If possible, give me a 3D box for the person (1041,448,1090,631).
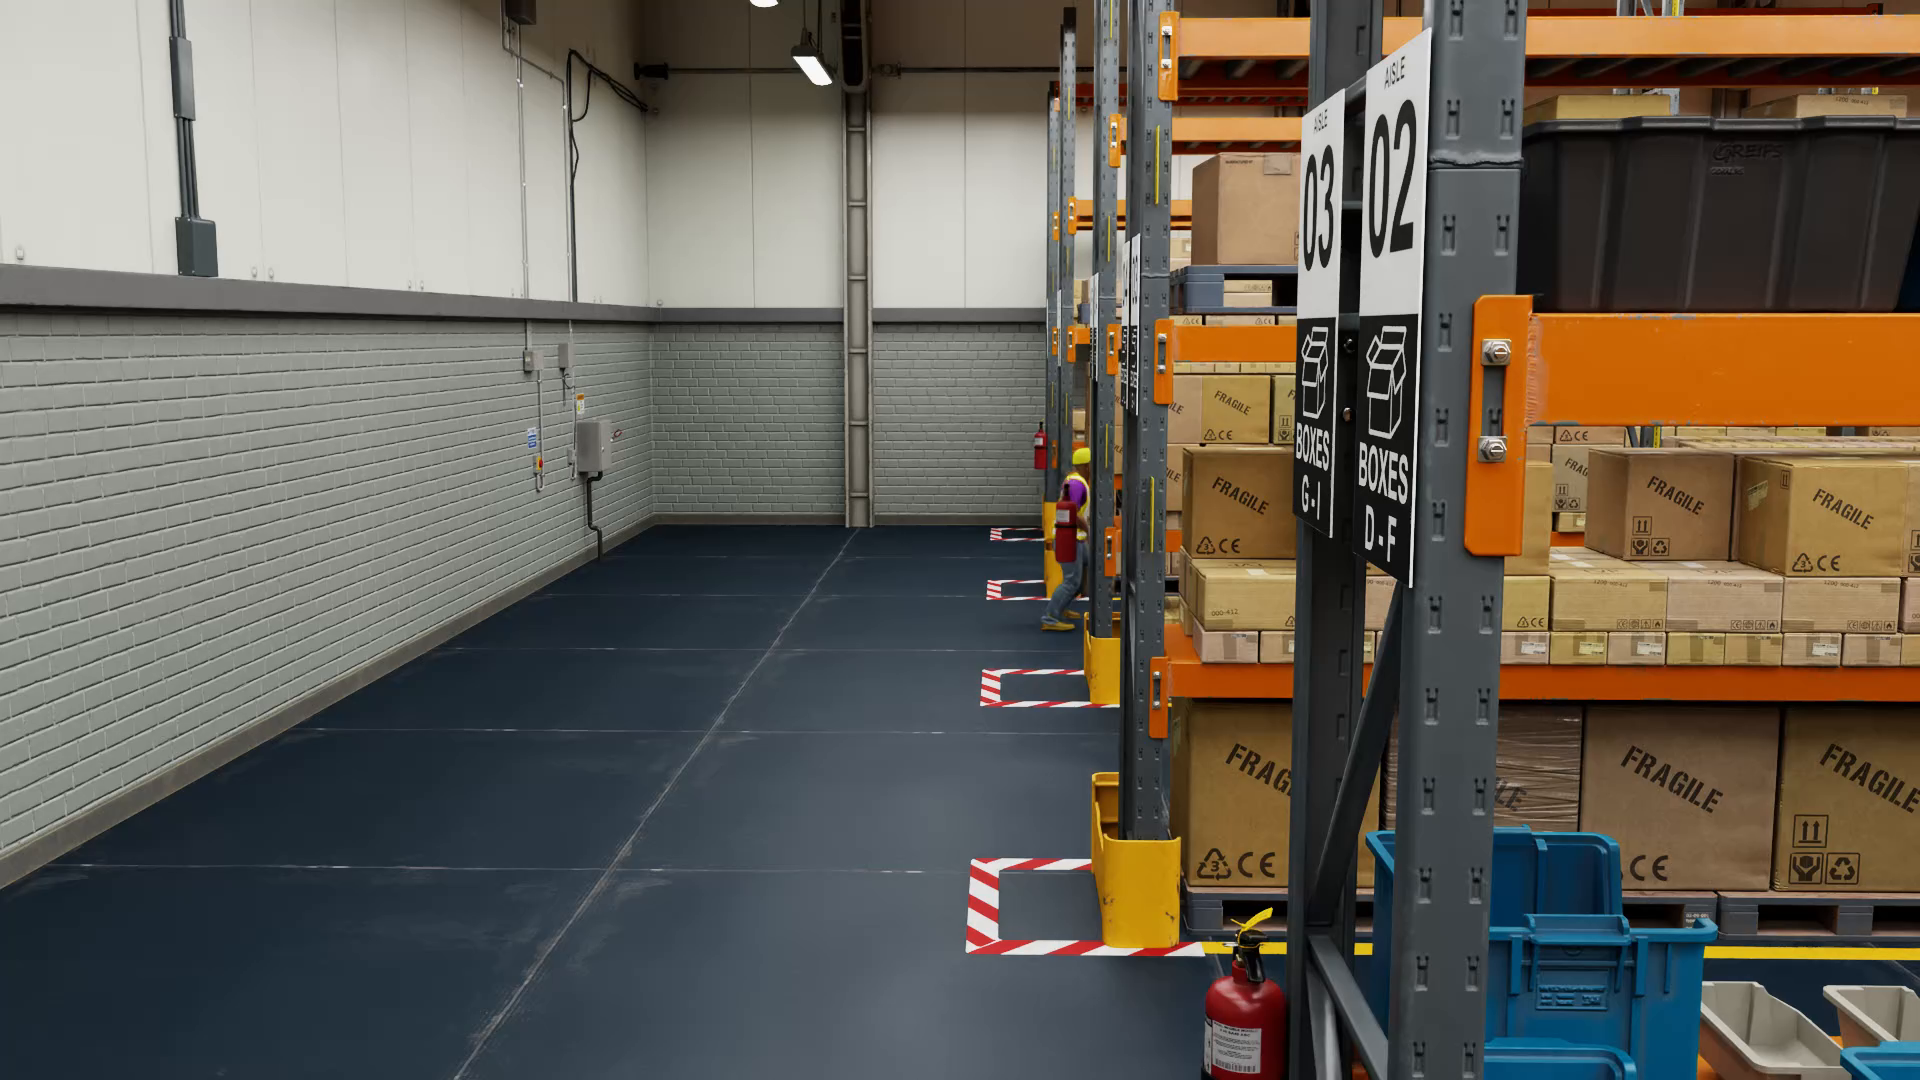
[{"bbox_3d":[1.062,-0.013,15.538,0.599,1.703,0.701,1,7,5],"label":"person"}]
